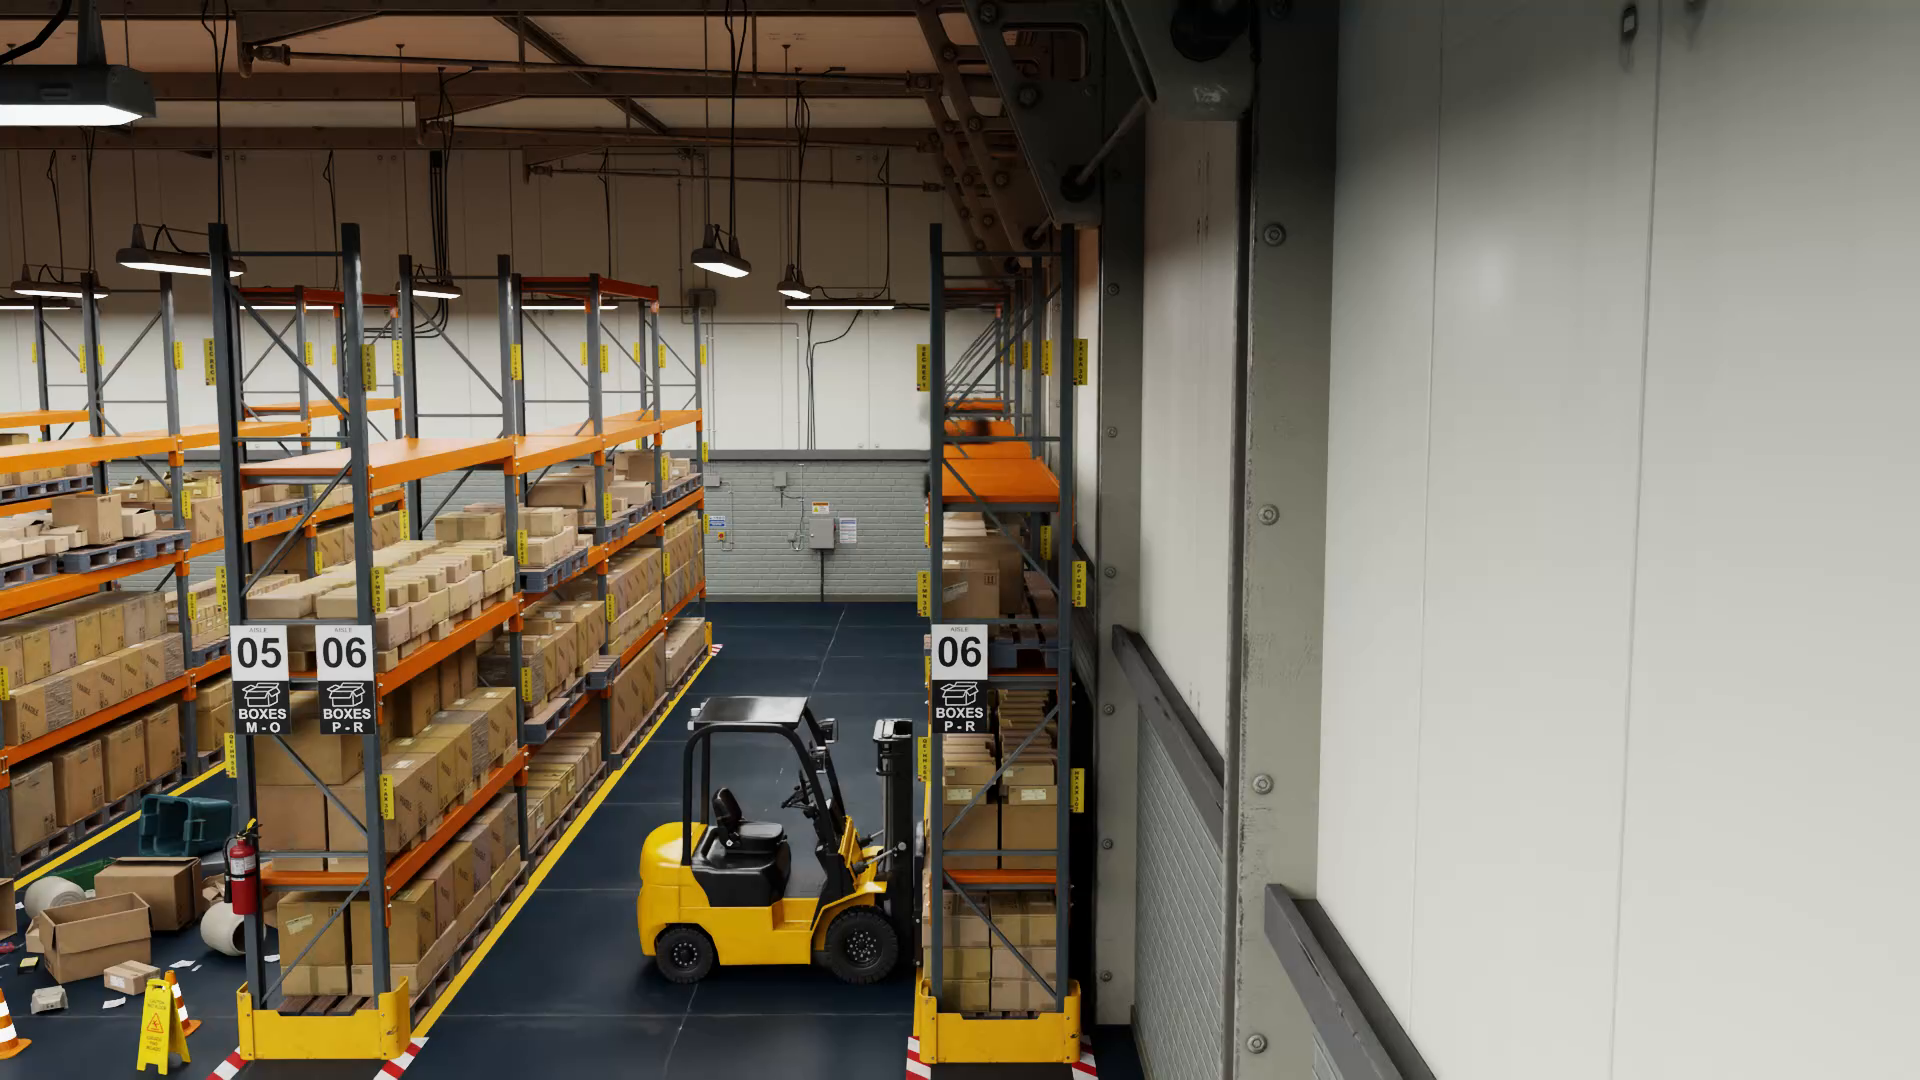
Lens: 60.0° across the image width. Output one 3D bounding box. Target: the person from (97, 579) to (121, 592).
[{"bbox_3d":[-14.999,0.945,29.369,0.591,1.611,0.566,3,7,25],"label":"person"}]
